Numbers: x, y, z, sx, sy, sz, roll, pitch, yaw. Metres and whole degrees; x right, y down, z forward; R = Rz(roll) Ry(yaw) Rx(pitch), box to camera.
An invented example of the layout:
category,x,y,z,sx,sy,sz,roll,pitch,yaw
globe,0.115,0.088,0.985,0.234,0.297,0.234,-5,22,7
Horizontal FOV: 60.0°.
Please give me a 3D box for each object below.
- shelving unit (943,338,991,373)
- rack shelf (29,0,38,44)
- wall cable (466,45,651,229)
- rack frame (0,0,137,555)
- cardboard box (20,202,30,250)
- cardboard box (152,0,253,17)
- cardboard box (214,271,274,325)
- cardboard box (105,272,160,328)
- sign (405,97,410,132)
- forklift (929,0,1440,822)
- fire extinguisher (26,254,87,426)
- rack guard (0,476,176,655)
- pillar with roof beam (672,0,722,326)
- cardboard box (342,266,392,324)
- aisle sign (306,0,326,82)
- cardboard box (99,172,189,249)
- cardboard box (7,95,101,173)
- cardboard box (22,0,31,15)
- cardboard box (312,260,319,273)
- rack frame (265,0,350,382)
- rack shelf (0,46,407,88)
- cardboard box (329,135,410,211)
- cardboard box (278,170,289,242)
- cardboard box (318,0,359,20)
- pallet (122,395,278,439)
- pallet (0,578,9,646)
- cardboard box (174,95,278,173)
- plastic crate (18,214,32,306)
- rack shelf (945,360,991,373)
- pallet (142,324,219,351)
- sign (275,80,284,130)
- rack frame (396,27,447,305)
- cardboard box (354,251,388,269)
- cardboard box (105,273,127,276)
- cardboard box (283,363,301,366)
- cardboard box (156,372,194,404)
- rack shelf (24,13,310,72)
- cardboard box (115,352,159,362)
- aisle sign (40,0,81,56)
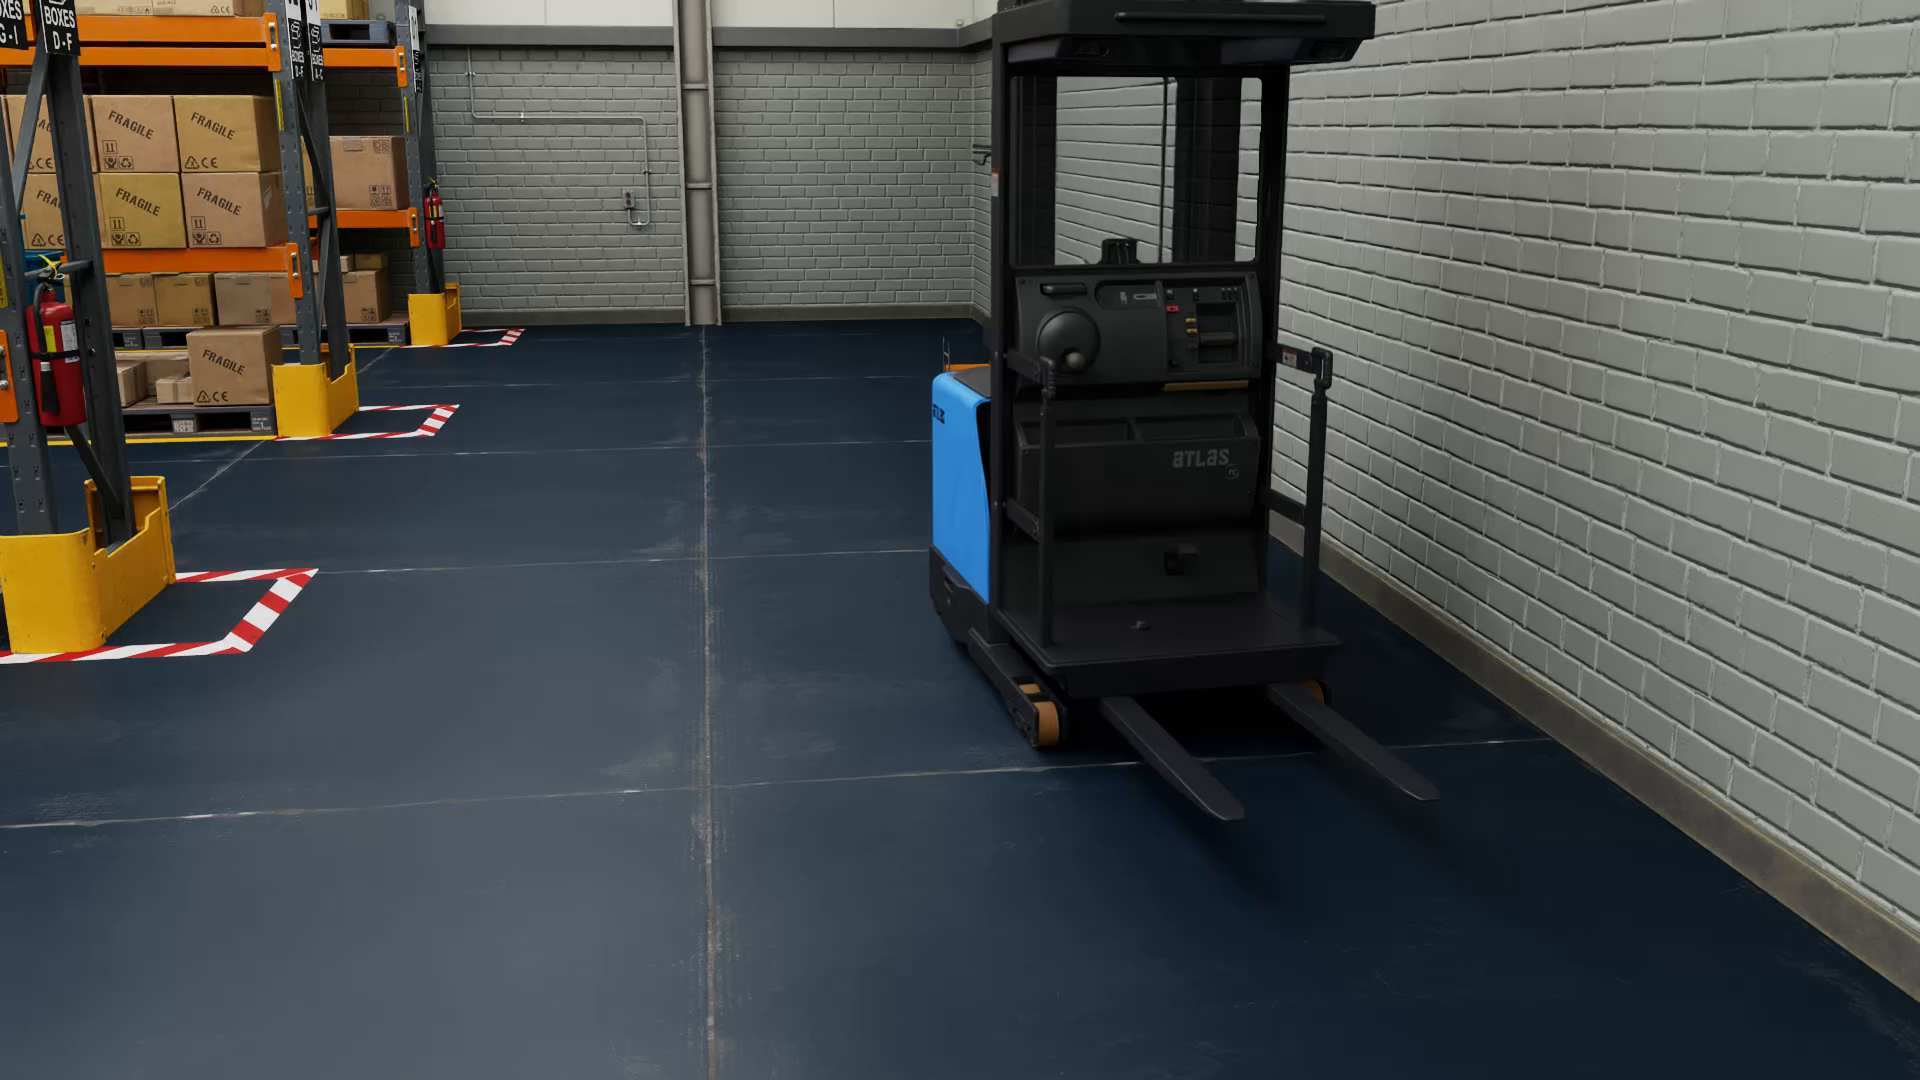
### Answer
category,x,y,z,sx,sy,sz,roll,pitch,yaw
shelving unit,0.053,-0.511,8.602,0.252,1.050,0.215,-2,14,-8
rack shelf,-5.836,-2.157,6.471,4.000,0.370,1.077,-2,14,-8
wall cable,-4.209,-4.274,17.508,1.851,1.984,0.084,-2,14,-8
rack frame,-3.859,-1.124,7.037,0.127,3.000,1.000,-2,14,-8
cardboard box,-6.500,-2.228,11.233,0.500,0.500,0.500,-2,14,-9
cardboard box,-5.062,-3.616,11.115,0.500,0.250,0.500,-2,14,-8
cardboard box,-7.004,-2.412,16.450,0.500,0.500,0.700,-3,14,-10
cardboard box,-8.038,-2.373,16.294,0.500,0.500,0.700,-2,14,-9
sign,-5.267,-4.052,15.847,0.005,0.325,0.100,-2,14,-8
forklift,0.710,-0.795,5.866,1.130,2.935,3.031,-3,14,-13
fire extinguisher,-3.642,-0.802,6.678,0.183,0.674,0.296,-2,14,-8
rack guard,-3.837,0.085,7.357,0.348,0.500,1.175,-2,14,-8
pillar with roof beam,-2.152,-5.687,12.900,0.400,9.000,9.100,-2,14,-8
cardboard box,-6.012,-2.449,16.595,0.500,0.500,0.700,-2,14,-8
aisle sign,-4.569,-3.650,11.764,0.004,0.787,0.394,-2,14,-8
cardboard box,-5.508,-2.263,11.372,0.500,0.500,0.500,-2,14,-8
cardboard box,-6.003,-2.728,11.174,0.500,0.500,0.500,-2,14,-7
cardboard box,-6.050,-3.579,10.968,0.500,0.250,0.500,-2,14,-8
cardboard box,-6.364,-2.706,16.285,0.250,0.149,0.380,-2,14,-7
rack frame,-4.593,-2.316,11.789,0.127,3.000,1.000,-2,14,-8
rack shelf,-7.312,-4.541,15.973,4.000,0.370,1.077,-2,14,-8
cardboard box,-5.837,-3.632,16.420,0.700,0.700,0.980,-1,14,-6
cardboard box,-5.071,-2.411,11.965,0.500,0.500,0.500,-2,14,-7
cardboard box,-6.019,-5.051,15.769,0.500,0.250,0.500,-2,14,-7
pallet,-5.456,-0.931,12.001,1.213,0.211,1.003,-2,14,-8
pallet,-4.680,0.249,7.294,1.213,0.211,1.003,-2,14,-8
cardboard box,-4.992,-2.767,11.327,0.500,0.500,0.500,-2,14,-9
plastic crate,-4.162,-1.113,6.798,0.499,0.435,0.616,-2,14,-8
rack shelf,0.053,-0.776,8.535,0.240,0.259,0.215,-2,14,-8
pallet,-7.317,-2.063,16.515,1.213,0.211,1.003,-2,14,-8
sign,-4.530,-2.896,11.074,0.005,0.325,0.100,-2,14,-8
rack frame,-5.335,-3.507,16.539,0.127,3.000,1.000,-2,14,-8
cardboard box,-5.918,-2.816,16.726,0.250,0.149,0.380,-2,14,-8
cardboard box,-8.169,-2.639,16.020,0.250,0.149,0.380,-2,14,-6
cardboard box,-5.058,-1.214,12.351,0.250,0.149,0.380,-2,14,-8
cardboard box,-5.508,-1.083,11.793,0.250,0.166,0.380,-2,14,-8
rack shelf,-6.571,-3.349,11.222,4.000,0.370,1.077,-2,14,-8
cardboard box,-6.162,-1.208,12.119,0.500,0.250,0.500,-2,14,-8
aisle sign,-3.832,-2.459,7.016,0.004,0.787,0.394,-2,14,-8
